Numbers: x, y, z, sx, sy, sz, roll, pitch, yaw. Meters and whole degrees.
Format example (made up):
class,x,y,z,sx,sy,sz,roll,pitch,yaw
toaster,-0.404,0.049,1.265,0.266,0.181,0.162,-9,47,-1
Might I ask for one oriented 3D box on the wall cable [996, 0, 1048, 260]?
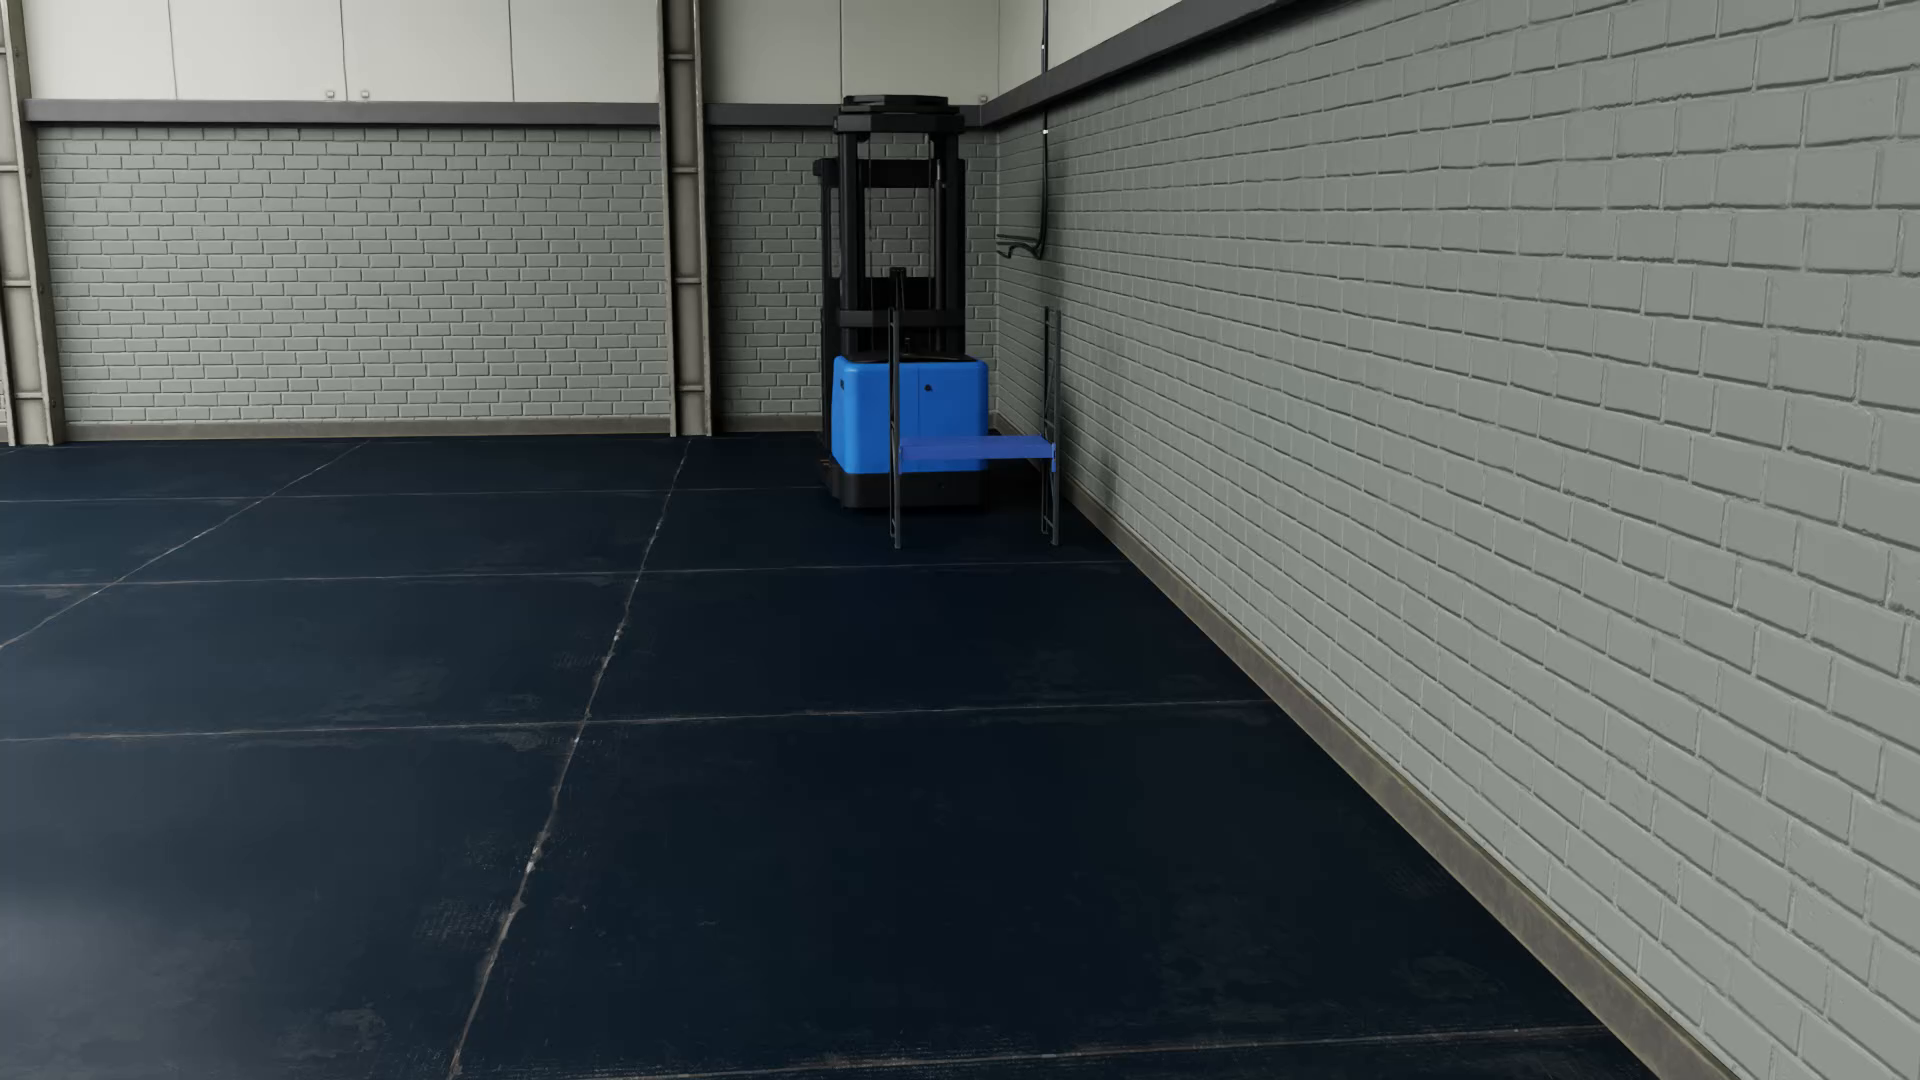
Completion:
class,x,y,z,sx,sy,sz,roll,pitch,yaw
wall cable,0.484,-3.723,14.525,0.112,2.526,3.097,-1,11,-6

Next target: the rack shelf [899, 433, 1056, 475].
class,x,y,z,sx,sy,sz,roll,pitch,yaw
rack shelf,0.085,-0.561,10.767,1.000,0.185,0.538,-1,11,-6

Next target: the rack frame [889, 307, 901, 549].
class,x,y,z,sx,sy,sz,roll,pitch,yaw
rack frame,-0.421,-0.727,10.678,0.032,1.500,0.500,-1,11,-6

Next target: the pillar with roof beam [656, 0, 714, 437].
class,x,y,z,sx,sy,sz,roll,pitch,yaw
pillar with roof beam,-2.123,-4.613,11.004,0.400,9.000,9.100,-1,11,-6

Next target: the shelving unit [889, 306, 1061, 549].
class,x,y,z,sx,sy,sz,roll,pitch,yaw
shelving unit,0.085,-0.738,10.732,1.048,1.500,0.538,-1,11,-6

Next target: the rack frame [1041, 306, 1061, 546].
class,x,y,z,sx,sy,sz,roll,pitch,yaw
rack frame,0.590,-0.748,10.786,0.032,1.500,0.500,-1,11,-6

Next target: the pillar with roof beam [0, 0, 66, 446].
class,x,y,z,sx,sy,sz,roll,pitch,yaw
pillar with roof beam,-8.088,-4.488,10.368,0.400,9.000,9.100,-1,11,-6

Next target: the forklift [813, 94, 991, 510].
class,x,y,z,sx,sy,sz,roll,pitch,yaw
forklift,-0.545,-1.891,12.890,1.130,2.935,3.031,-2,11,-10
